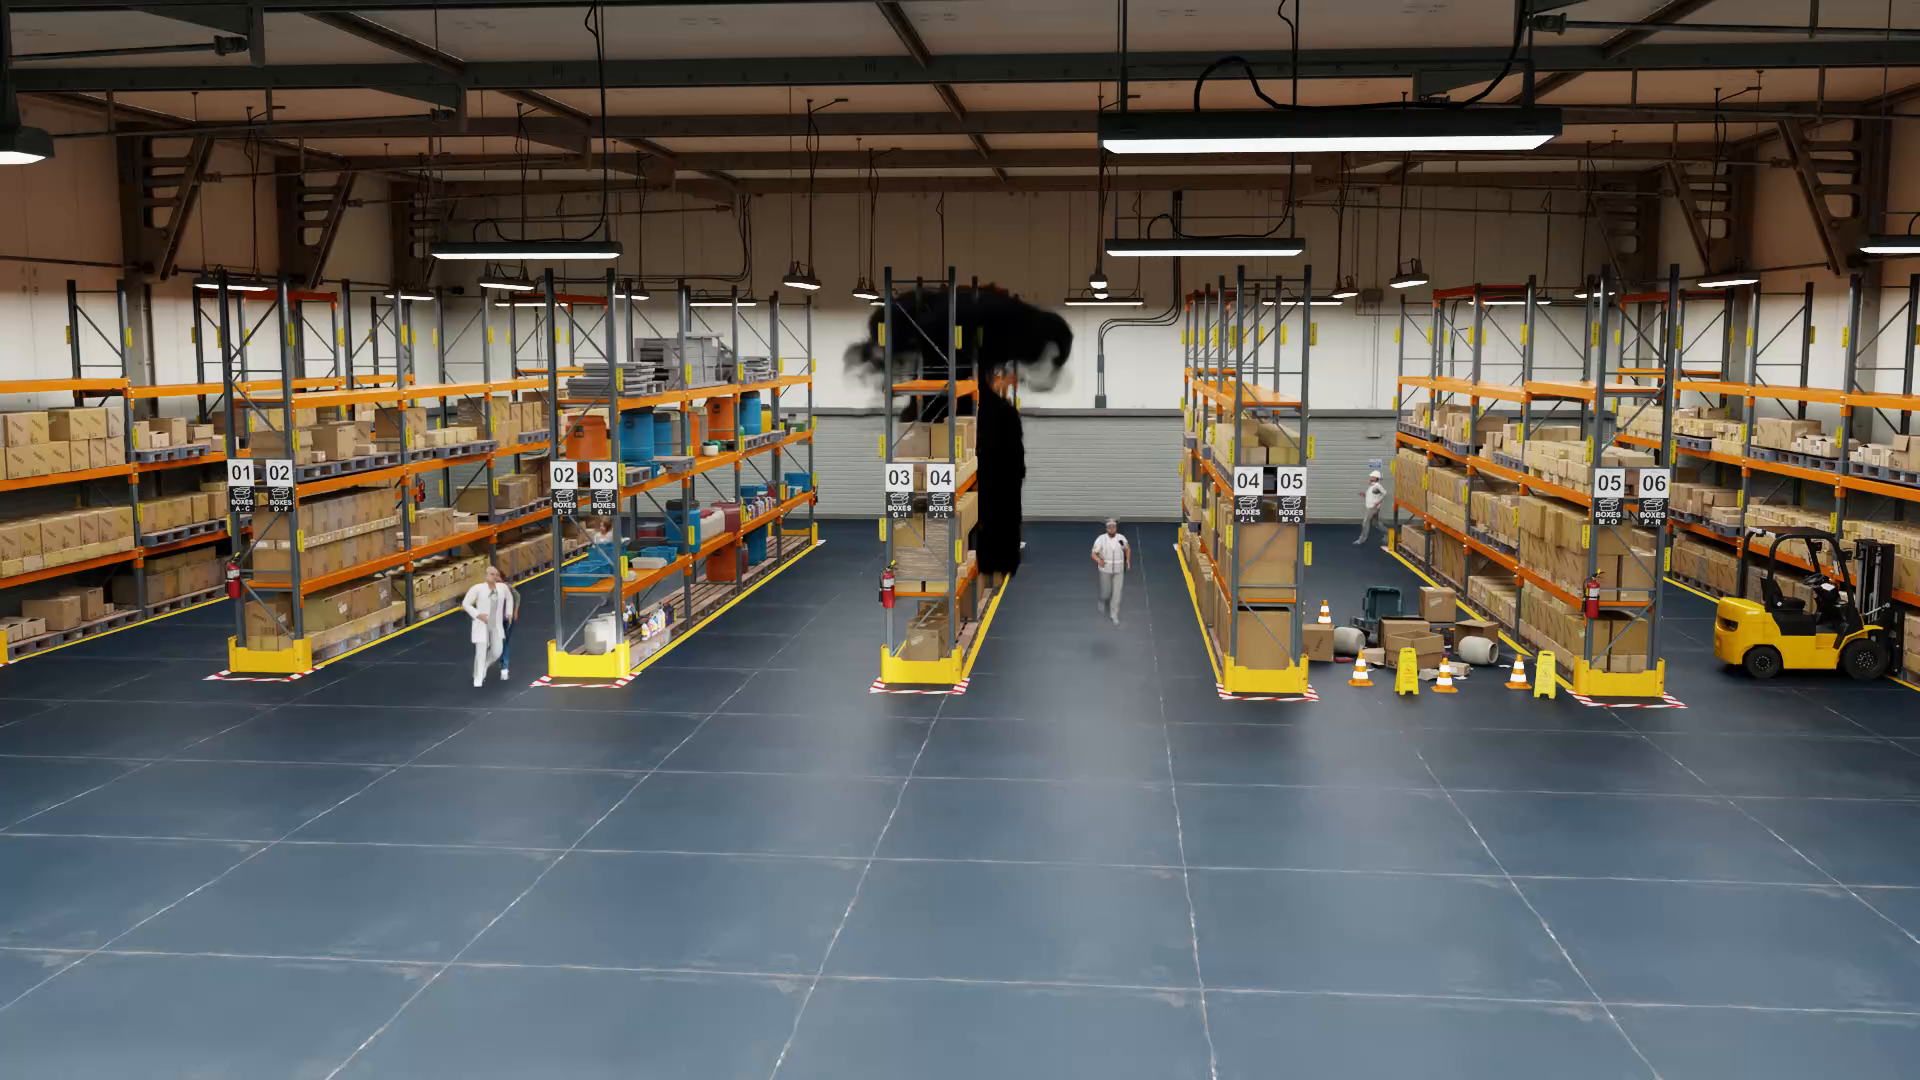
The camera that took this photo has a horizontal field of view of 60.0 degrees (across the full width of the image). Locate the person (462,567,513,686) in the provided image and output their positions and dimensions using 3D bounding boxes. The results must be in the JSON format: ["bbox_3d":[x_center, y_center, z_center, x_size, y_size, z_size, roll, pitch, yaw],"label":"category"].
[{"bbox_3d":[-6.789,1.276,24.068,0.813,1.621,0.564,-5,8,-35],"label":"person"}]

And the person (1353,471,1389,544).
[{"bbox_3d":[9.993,-0.787,40.233,0.936,1.770,0.651,0,7,4],"label":"person"}]

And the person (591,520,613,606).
[{"bbox_3d":[-6.692,0.370,31.403,0.546,1.503,0.719,1,7,5],"label":"person"}]

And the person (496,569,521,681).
[{"bbox_3d":[-6.829,1.217,24.722,0.564,1.612,0.838,-1,7,-5],"label":"person"}]

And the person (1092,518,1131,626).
[{"bbox_3d":[2.521,0.504,27.524,0.678,1.755,0.896,-1,7,-5],"label":"person"}]
